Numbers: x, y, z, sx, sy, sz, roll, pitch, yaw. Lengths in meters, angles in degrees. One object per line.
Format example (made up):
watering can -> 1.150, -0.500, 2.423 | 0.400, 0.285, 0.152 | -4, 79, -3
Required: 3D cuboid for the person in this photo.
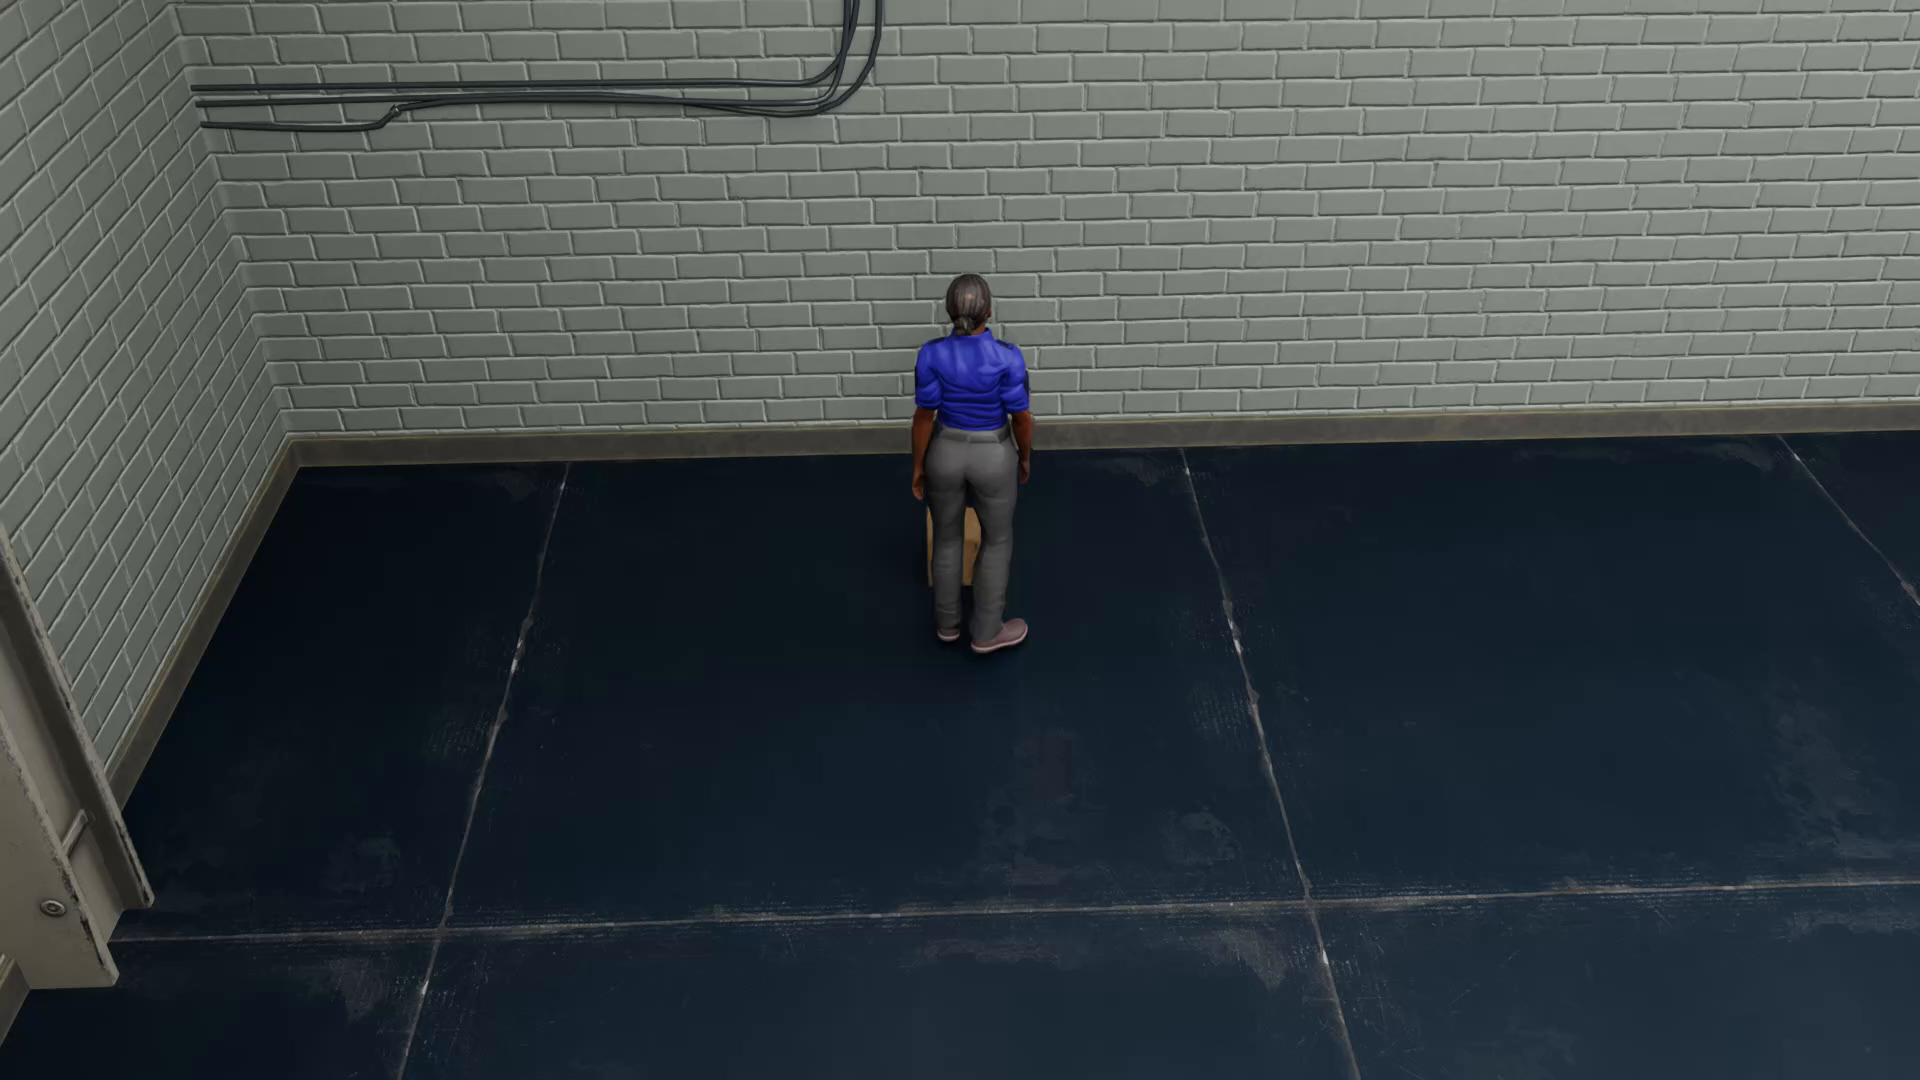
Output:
person -> 0.047, -0.289, 6.529 | 0.474, 1.660, 0.376 | 4, 36, 6
